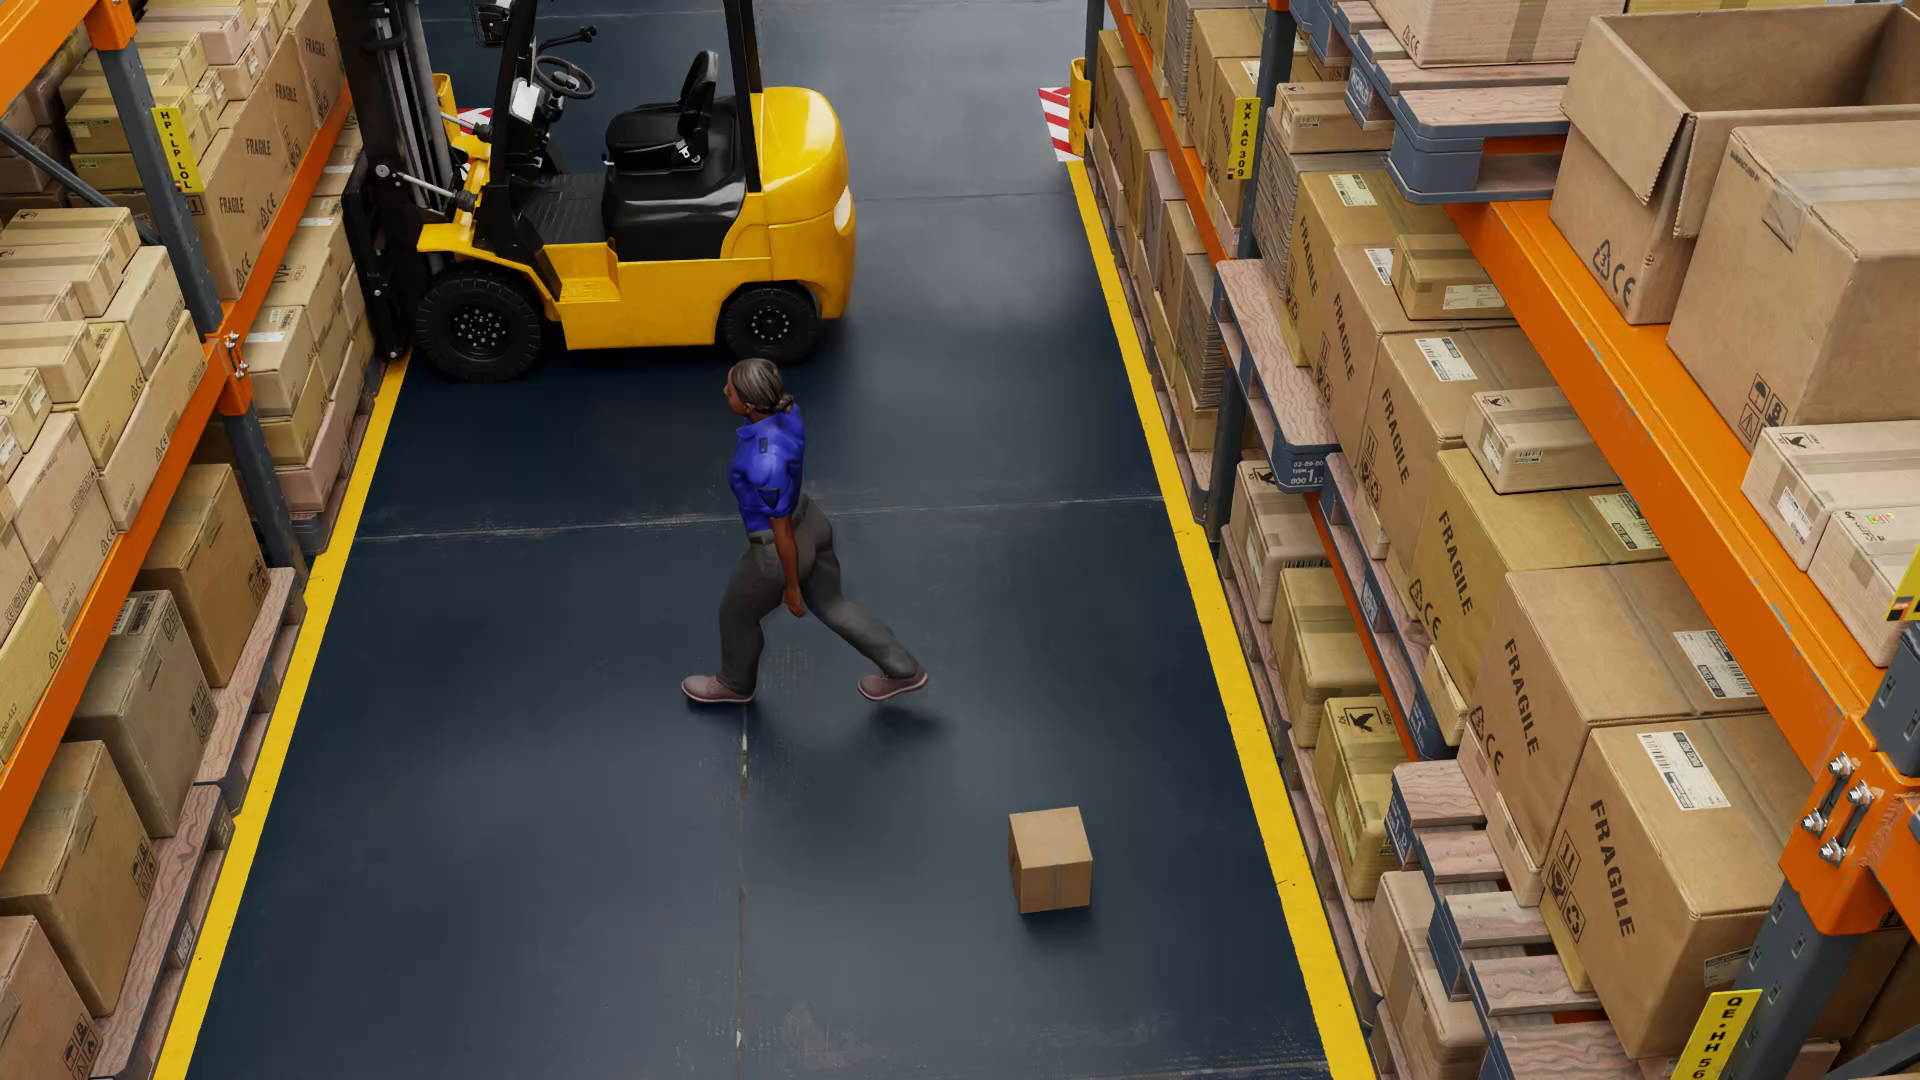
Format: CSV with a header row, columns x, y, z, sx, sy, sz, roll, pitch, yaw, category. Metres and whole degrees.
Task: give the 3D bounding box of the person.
x,y,z,sx,sy,sz,roll,pitch,yaw,category
-0.613,0.005,6.156,0.986,1.607,0.464,8,40,10,person
